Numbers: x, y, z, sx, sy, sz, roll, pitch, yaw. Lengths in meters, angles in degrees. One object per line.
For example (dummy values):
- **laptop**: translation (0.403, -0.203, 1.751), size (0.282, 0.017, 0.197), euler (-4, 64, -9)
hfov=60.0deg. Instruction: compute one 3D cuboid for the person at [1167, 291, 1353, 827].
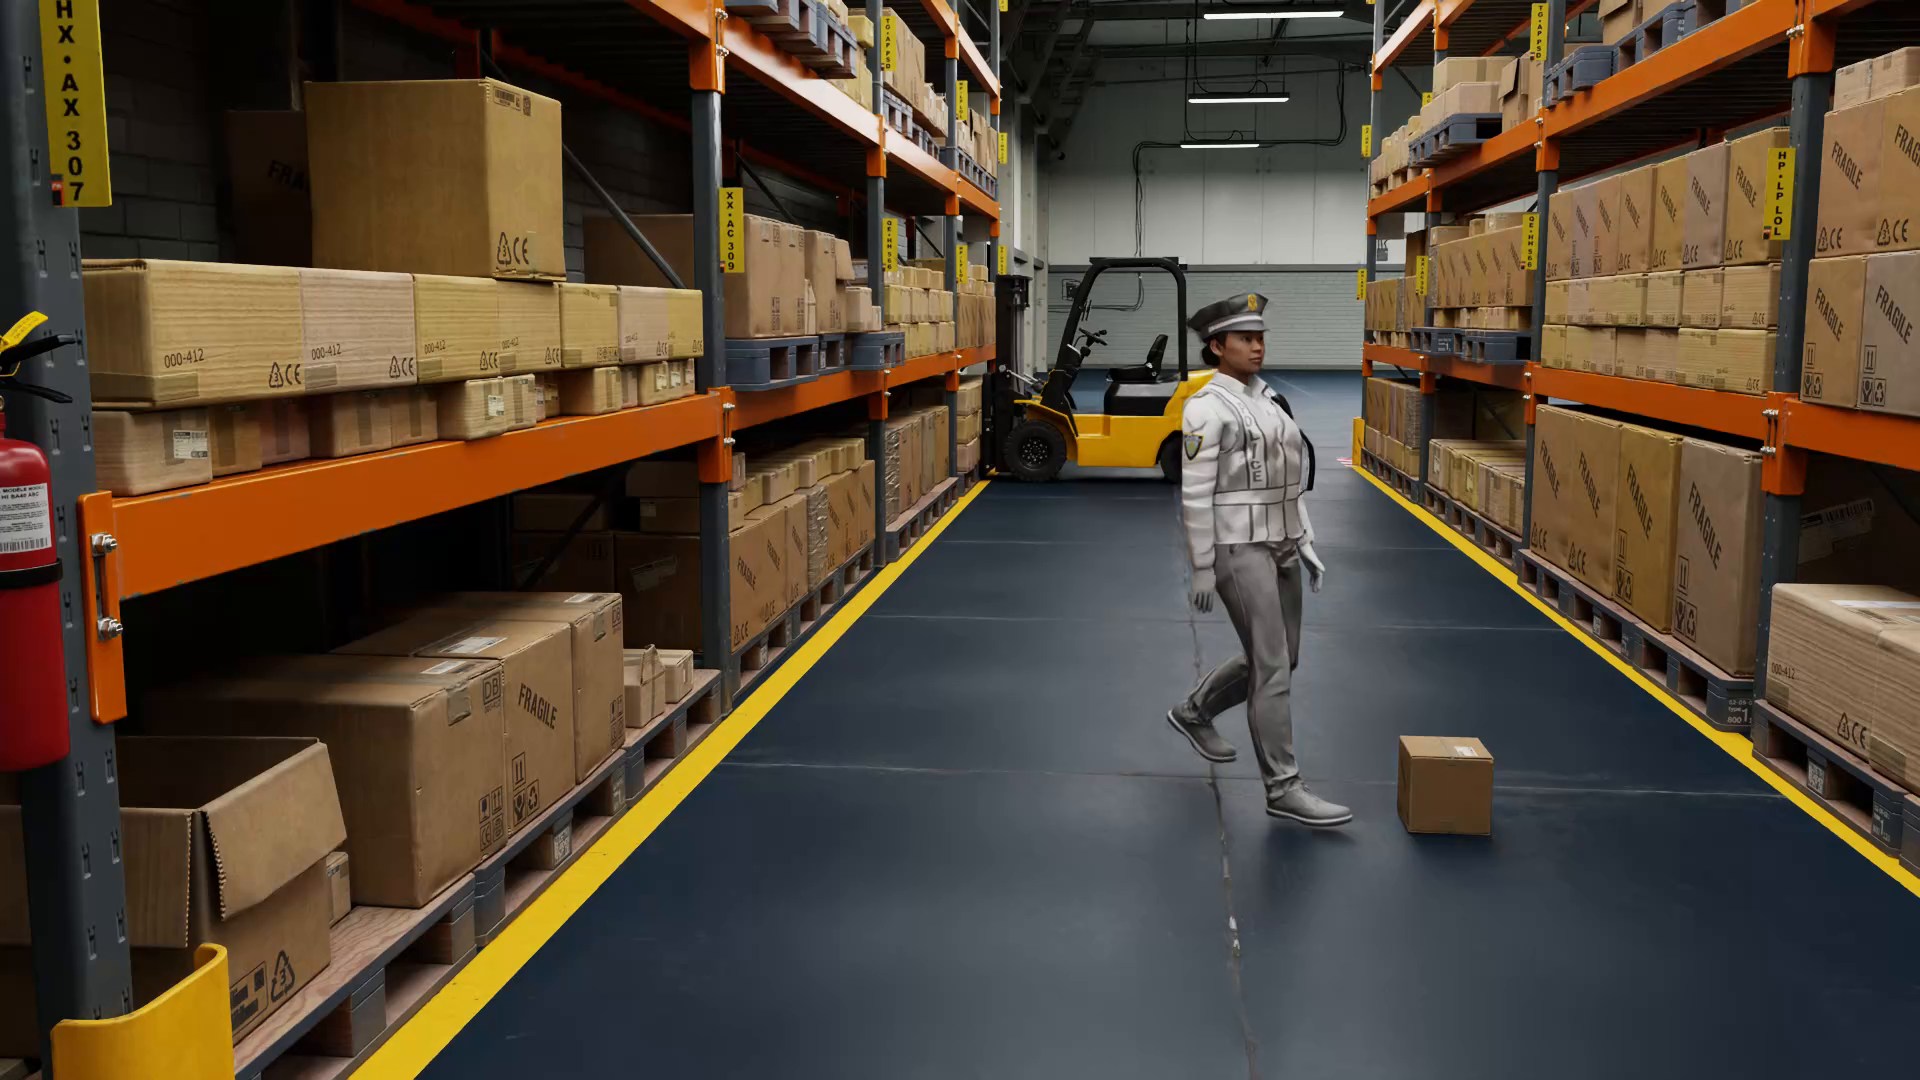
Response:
- **person**: translation (0.971, 0.030, 5.400), size (0.806, 1.659, 0.384), euler (6, 10, 38)
